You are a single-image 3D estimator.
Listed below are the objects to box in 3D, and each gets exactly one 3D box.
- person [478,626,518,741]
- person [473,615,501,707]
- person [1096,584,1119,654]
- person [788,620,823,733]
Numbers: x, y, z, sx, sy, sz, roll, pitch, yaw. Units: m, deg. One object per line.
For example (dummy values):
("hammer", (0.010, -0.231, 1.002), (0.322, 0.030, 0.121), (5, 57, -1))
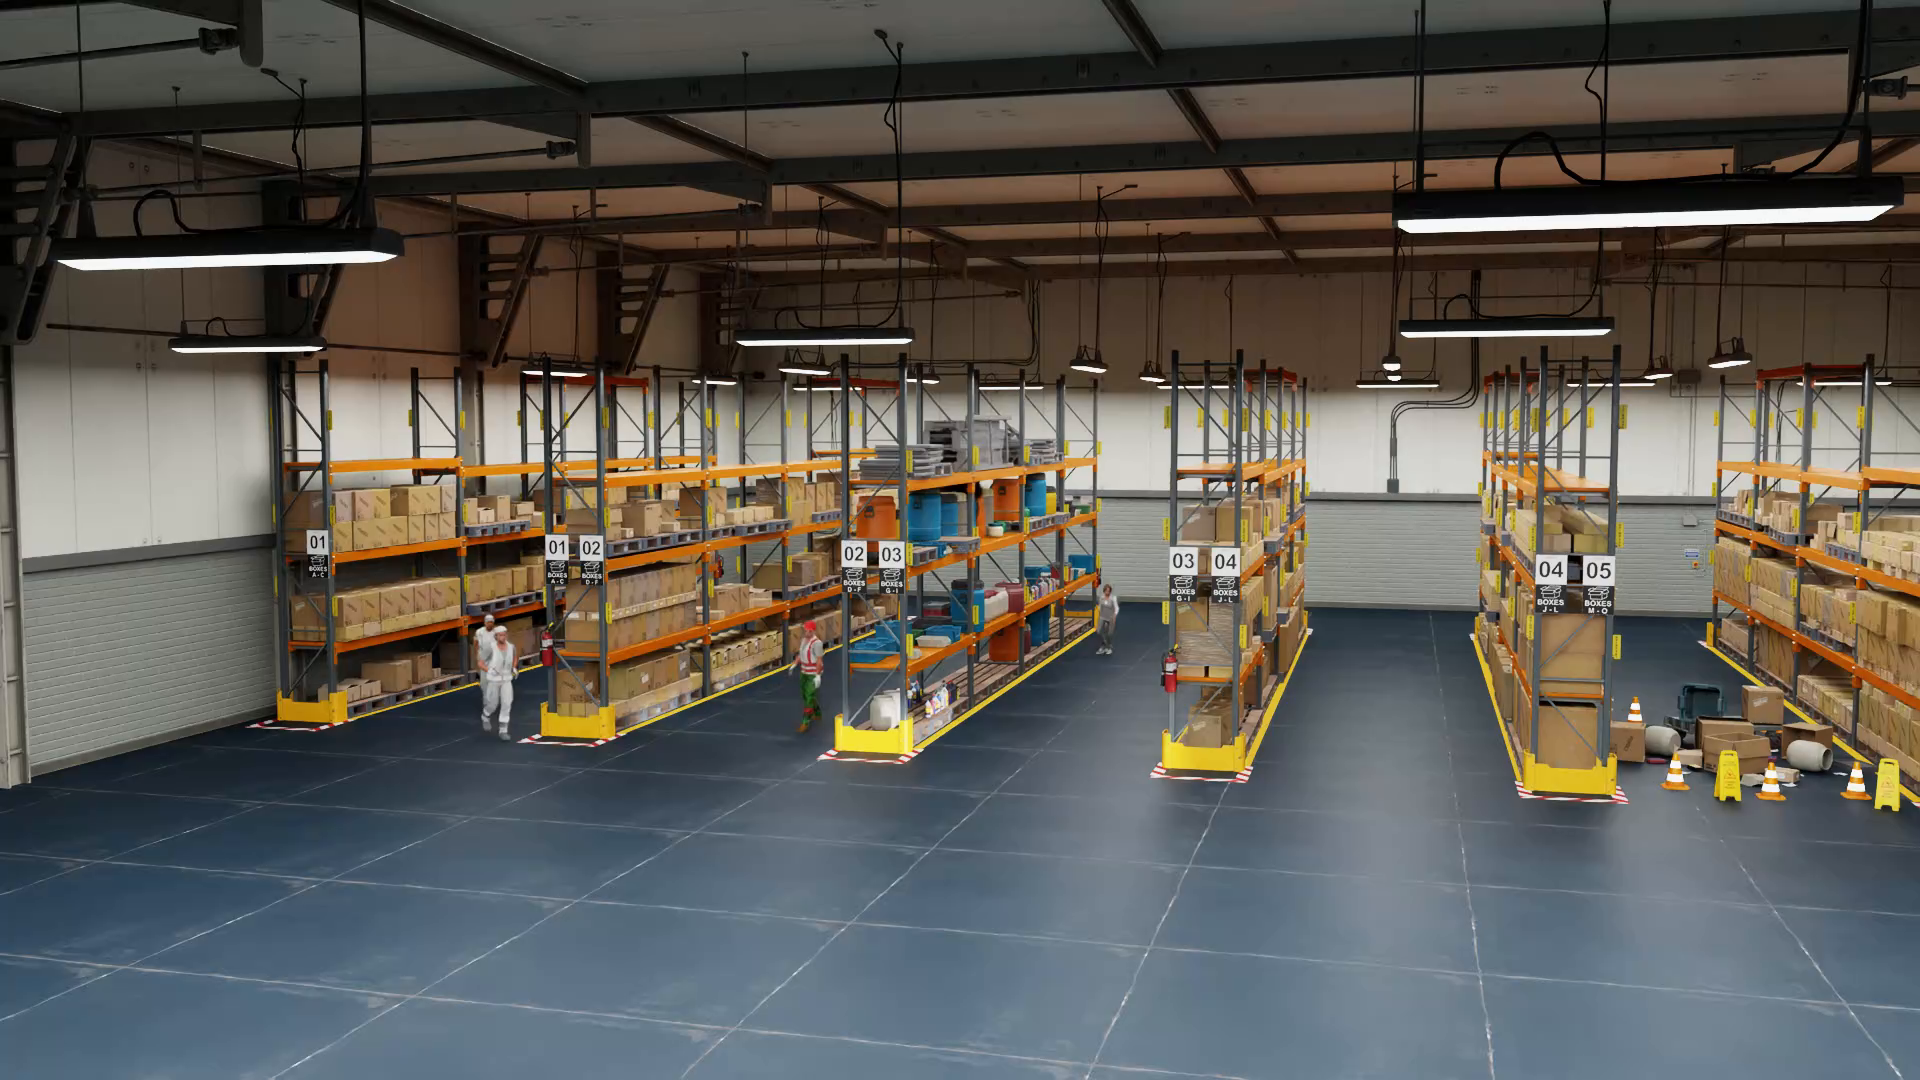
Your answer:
("person", (-7.259, 2.224, 26.179), (0.678, 1.771, 0.951), (-3, 5, -34))
("person", (-8.153, 2.111, 28.884), (0.582, 1.670, 0.913), (-1, 4, -12))
("person", (3.148, 1.690, 35.318), (0.535, 1.512, 0.734), (2, 4, 21))
("person", (-2.501, 2.177, 27.034), (0.782, 1.777, 0.773), (-3, 5, -40))
